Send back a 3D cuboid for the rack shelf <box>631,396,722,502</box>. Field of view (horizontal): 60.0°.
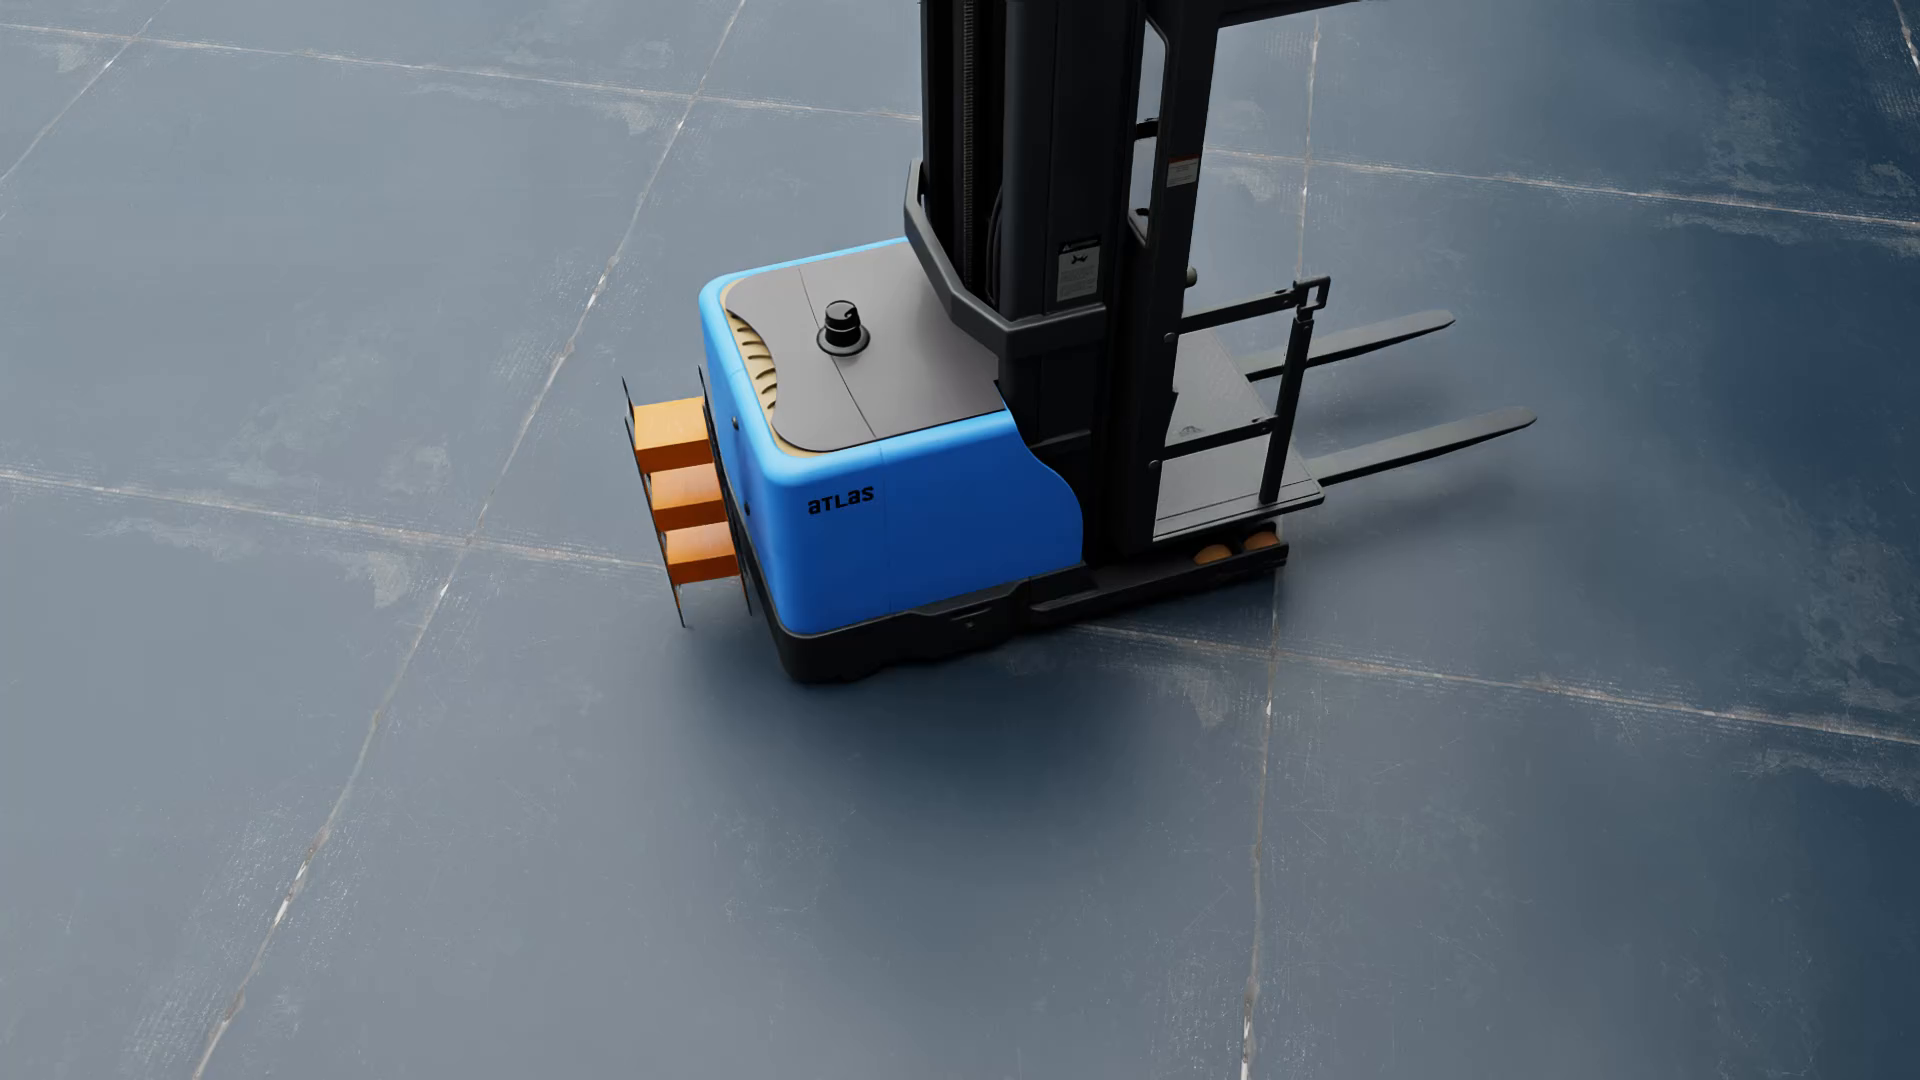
[{"bbox_3d":[-0.927,-0.304,5.443,0.240,0.259,0.215,-9,49,-4],"label":"rack shelf"}]

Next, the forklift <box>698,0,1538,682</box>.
[{"bbox_3d":[0.678,-1.162,5.323,3.031,2.935,1.130,-15,50,-13],"label":"forklift"}]

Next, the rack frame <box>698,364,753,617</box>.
[{"bbox_3d":[-0.794,-0.144,5.657,0.008,1.050,0.200,-9,49,-4],"label":"rack frame"}]

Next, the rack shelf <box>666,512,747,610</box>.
[{"bbox_3d":[-0.899,0.067,5.863,0.240,0.259,0.215,-9,49,-4],"label":"rack shelf"}]

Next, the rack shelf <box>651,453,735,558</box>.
[{"bbox_3d":[-0.913,-0.117,5.655,0.240,0.259,0.215,-9,49,-4],"label":"rack shelf"}]

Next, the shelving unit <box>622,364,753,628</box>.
[{"bbox_3d":[-0.914,-0.124,5.647,0.252,1.050,0.215,-9,49,-4],"label":"shelving unit"}]

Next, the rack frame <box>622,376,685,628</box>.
[{"bbox_3d":[-1.034,-0.104,5.638,0.008,1.050,0.200,-9,49,-4],"label":"rack frame"}]
